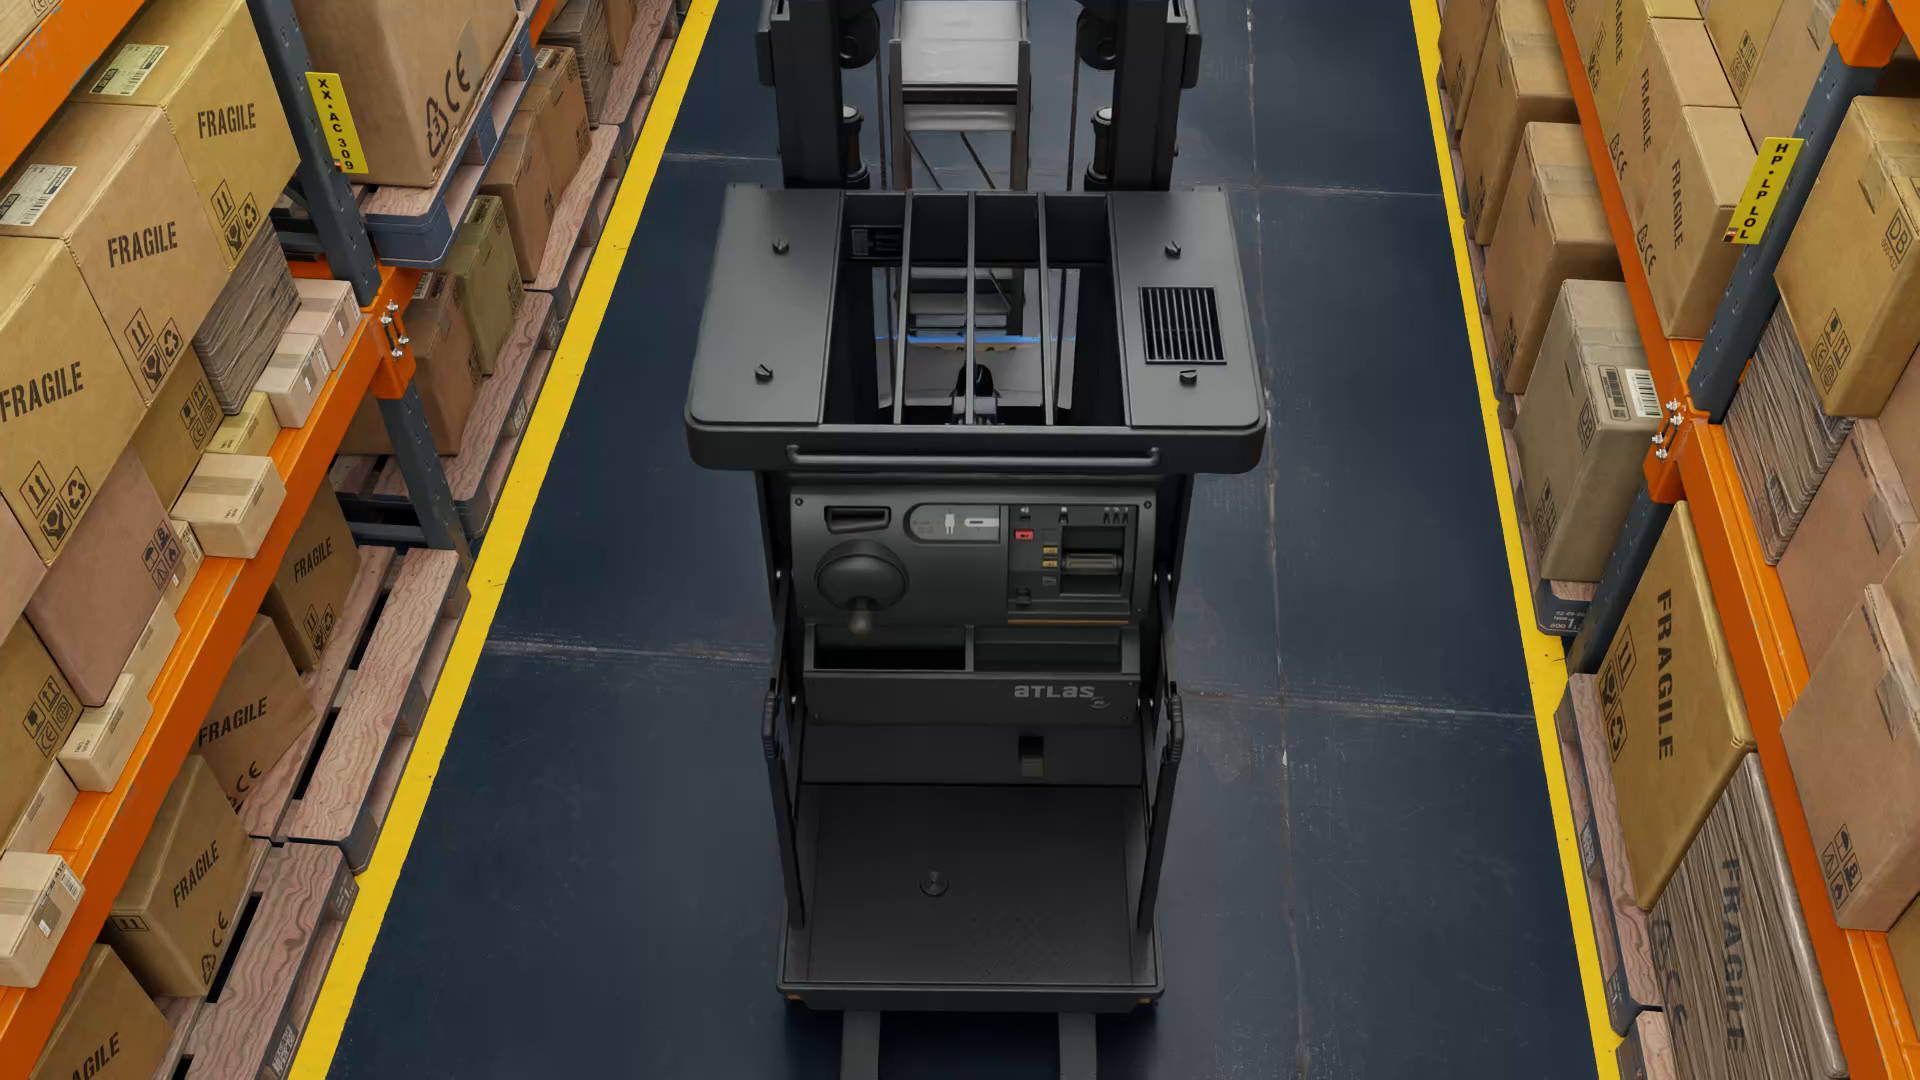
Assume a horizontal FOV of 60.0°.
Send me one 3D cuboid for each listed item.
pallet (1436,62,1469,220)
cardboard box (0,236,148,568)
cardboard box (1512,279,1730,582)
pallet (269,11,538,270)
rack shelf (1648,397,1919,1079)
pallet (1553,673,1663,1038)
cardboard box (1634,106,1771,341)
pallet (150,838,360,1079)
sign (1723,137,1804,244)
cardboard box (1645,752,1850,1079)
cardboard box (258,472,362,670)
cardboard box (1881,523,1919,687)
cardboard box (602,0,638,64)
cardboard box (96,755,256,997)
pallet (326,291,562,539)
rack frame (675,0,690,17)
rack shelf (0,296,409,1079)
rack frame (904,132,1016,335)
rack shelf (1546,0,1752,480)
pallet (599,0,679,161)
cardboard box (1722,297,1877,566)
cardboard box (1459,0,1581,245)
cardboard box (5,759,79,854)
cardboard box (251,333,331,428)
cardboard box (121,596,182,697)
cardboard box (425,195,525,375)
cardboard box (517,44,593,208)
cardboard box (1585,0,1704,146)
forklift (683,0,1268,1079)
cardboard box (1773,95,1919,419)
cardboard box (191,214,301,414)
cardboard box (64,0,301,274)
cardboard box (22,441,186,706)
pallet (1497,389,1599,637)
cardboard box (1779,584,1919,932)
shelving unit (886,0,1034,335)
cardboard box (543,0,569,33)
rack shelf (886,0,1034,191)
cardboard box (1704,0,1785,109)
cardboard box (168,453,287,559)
[{"bbox_3d":[2.842,-1.932,7.874,1.003,0.211,1.213,4,48,4],"label":"pallet"},{"bbox_3d":[-2.164,-0.304,3.548,0.500,0.500,0.500,4,48,4],"label":"cardboard box"},{"bbox_3d":[2.591,-0.353,5.780,1.050,0.750,0.750,4,48,3],"label":"cardboard box"},{"bbox_3d":[-2.092,-1.403,5.631,1.003,0.211,1.213,4,48,4],"label":"pallet"},{"bbox_3d":[2.442,1.204,3.603,1.077,0.370,4.000,4,48,4],"label":"rack shelf"},{"bbox_3d":[2.477,0.986,5.205,1.003,0.211,1.213,4,48,4],"label":"pallet"},{"bbox_3d":[2.405,-0.944,5.012,0.500,0.500,0.500,4,48,3],"label":"cardboard box"},{"bbox_3d":[-2.441,1.420,4.808,1.003,0.211,1.213,4,48,4],"label":"pallet"},{"bbox_3d":[2.083,-0.902,4.311,0.100,0.325,0.005,4,48,4],"label":"sign"},{"bbox_3d":[2.419,1.187,4.287,0.875,0.875,0.875,4,48,4],"label":"cardboard box"},{"bbox_3d":[-2.382,0.077,5.556,0.500,0.500,0.500,3,48,2],"label":"cardboard box"},{"bbox_3d":[2.436,0.145,3.251,0.875,0.550,0.550,4,48,4],"label":"cardboard box"},{"bbox_3d":[-1.983,-2.667,8.052,0.700,0.500,0.500,2,48,1],"label":"cardboard box"},{"bbox_3d":[-2.405,0.960,4.749,0.500,0.500,0.500,0,48,0],"label":"cardboard box"},{"bbox_3d":[-2.237,-0.547,6.608,1.003,0.211,1.213,4,48,4],"label":"pallet"},{"bbox_3d":[-1.942,-3.856,7.744,1.000,3.000,0.127,4,48,4],"label":"rack frame"},{"bbox_3d":[-2.488,0.796,3.976,1.077,0.370,4.000,4,48,4],"label":"rack shelf"},{"bbox_3d":[0.003,-1.057,5.794,0.400,2.100,0.015,0,48,0],"label":"rack frame"},{"bbox_3d":[2.806,-1.735,6.292,1.077,0.370,4.000,4,48,4],"label":"rack shelf"},{"bbox_3d":[-2.014,-2.340,8.247,1.003,0.211,1.213,4,48,4],"label":"pallet"},{"bbox_3d":[2.602,-0.287,4.378,0.875,0.550,0.550,4,48,4],"label":"cardboard box"},{"bbox_3d":[2.767,-1.746,7.054,1.050,0.750,0.750,5,48,4],"label":"cardboard box"},{"bbox_3d":[-2.283,0.626,3.815,0.380,0.149,0.250,4,48,4],"label":"cardboard box"},{"bbox_3d":[-2.065,-0.471,4.818,0.380,0.149,0.250,4,48,4],"label":"cardboard box"},{"bbox_3d":[-2.196,0.262,4.148,0.380,0.149,0.250,4,48,4],"label":"cardboard box"},{"bbox_3d":[-2.167,-1.020,6.546,0.700,0.500,0.500,4,48,3],"label":"cardboard box"},{"bbox_3d":[-2.065,-1.841,7.297,0.700,0.500,0.500,7,48,7],"label":"cardboard box"},{"bbox_3d":[2.497,-1.686,5.692,0.500,0.500,0.500,4,48,4],"label":"cardboard box"},{"bbox_3d":[0.033,0.153,4.124,1.130,2.935,3.031,0,48,0],"label":"forklift"},{"bbox_3d":[2.556,-0.655,3.983,0.875,0.550,0.550,4,48,4],"label":"cardboard box"},{"bbox_3d":[-2.409,-0.724,4.610,0.875,0.500,0.500,4,48,4],"label":"cardboard box"},{"bbox_3d":[-2.073,-1.039,4.220,0.500,0.500,0.500,4,48,4],"label":"cardboard box"},{"bbox_3d":[-2.435,0.015,3.934,0.875,0.500,0.500,4,48,4],"label":"cardboard box"},{"bbox_3d":[2.619,-0.139,6.234,1.003,0.211,1.213,4,48,4],"label":"pallet"},{"bbox_3d":[2.408,0.508,3.651,0.875,0.550,0.550,4,48,4],"label":"cardboard box"},{"bbox_3d":[0.001,-0.877,5.629,0.431,2.100,0.503,0,48,0],"label":"shelving unit"},{"bbox_3d":[-2.011,-2.529,7.418,0.500,0.250,0.500,9,48,8],"label":"cardboard box"},{"bbox_3d":[0.001,-1.340,5.123,0.431,0.518,0.480,0,48,0],"label":"rack shelf"},{"bbox_3d":[2.708,-1.623,4.956,0.700,0.500,0.500,3,48,3],"label":"cardboard box"},{"bbox_3d":[-2.060,-0.100,4.479,0.380,0.149,0.250,4,48,4],"label":"cardboard box"}]
